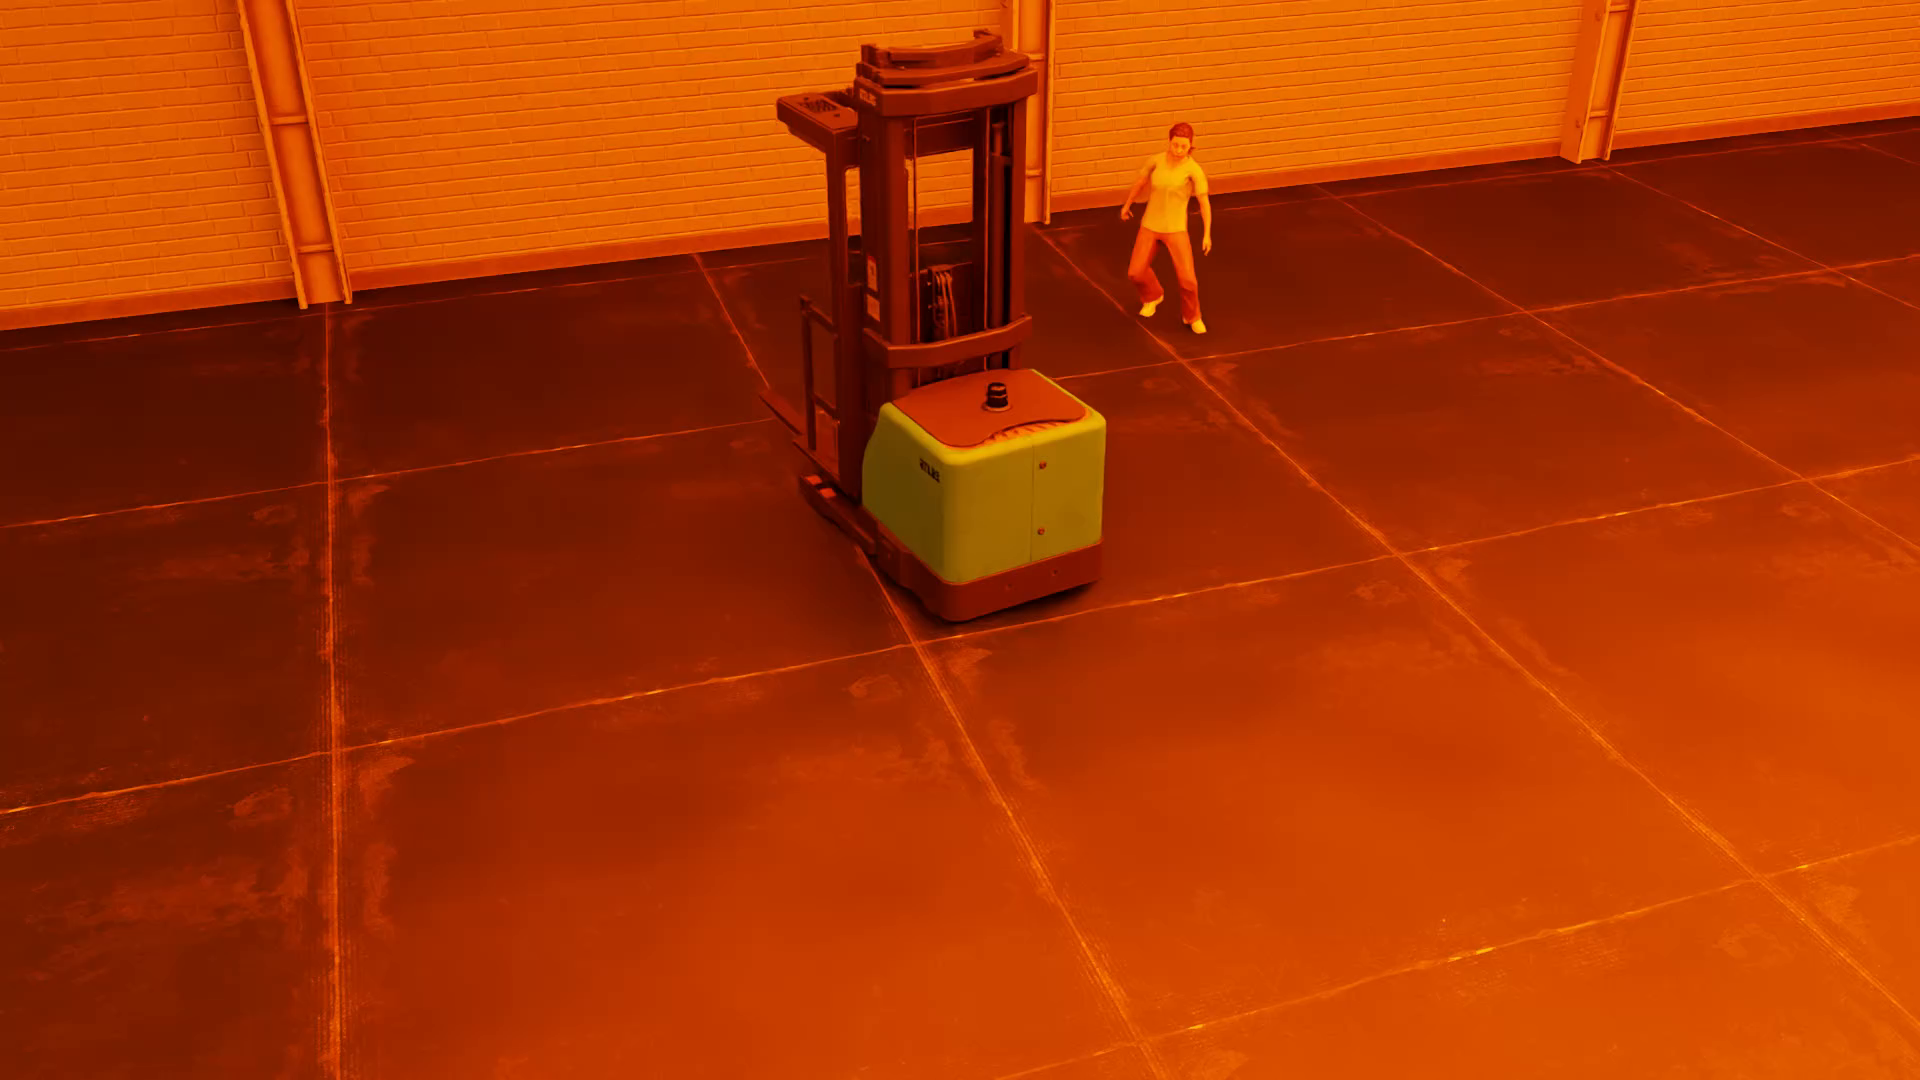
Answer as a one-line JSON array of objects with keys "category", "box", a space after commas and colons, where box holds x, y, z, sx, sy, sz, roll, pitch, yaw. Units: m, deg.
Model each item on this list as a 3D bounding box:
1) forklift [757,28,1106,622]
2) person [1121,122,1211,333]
[{"category": "forklift", "box": [-0.351, -1.527, 9.740, 1.130, 2.935, 3.031, -16, 33, -25]}, {"category": "person", "box": [1.578, -2.407, 12.618, 0.813, 1.598, 0.477, 18, 34, 28]}]
